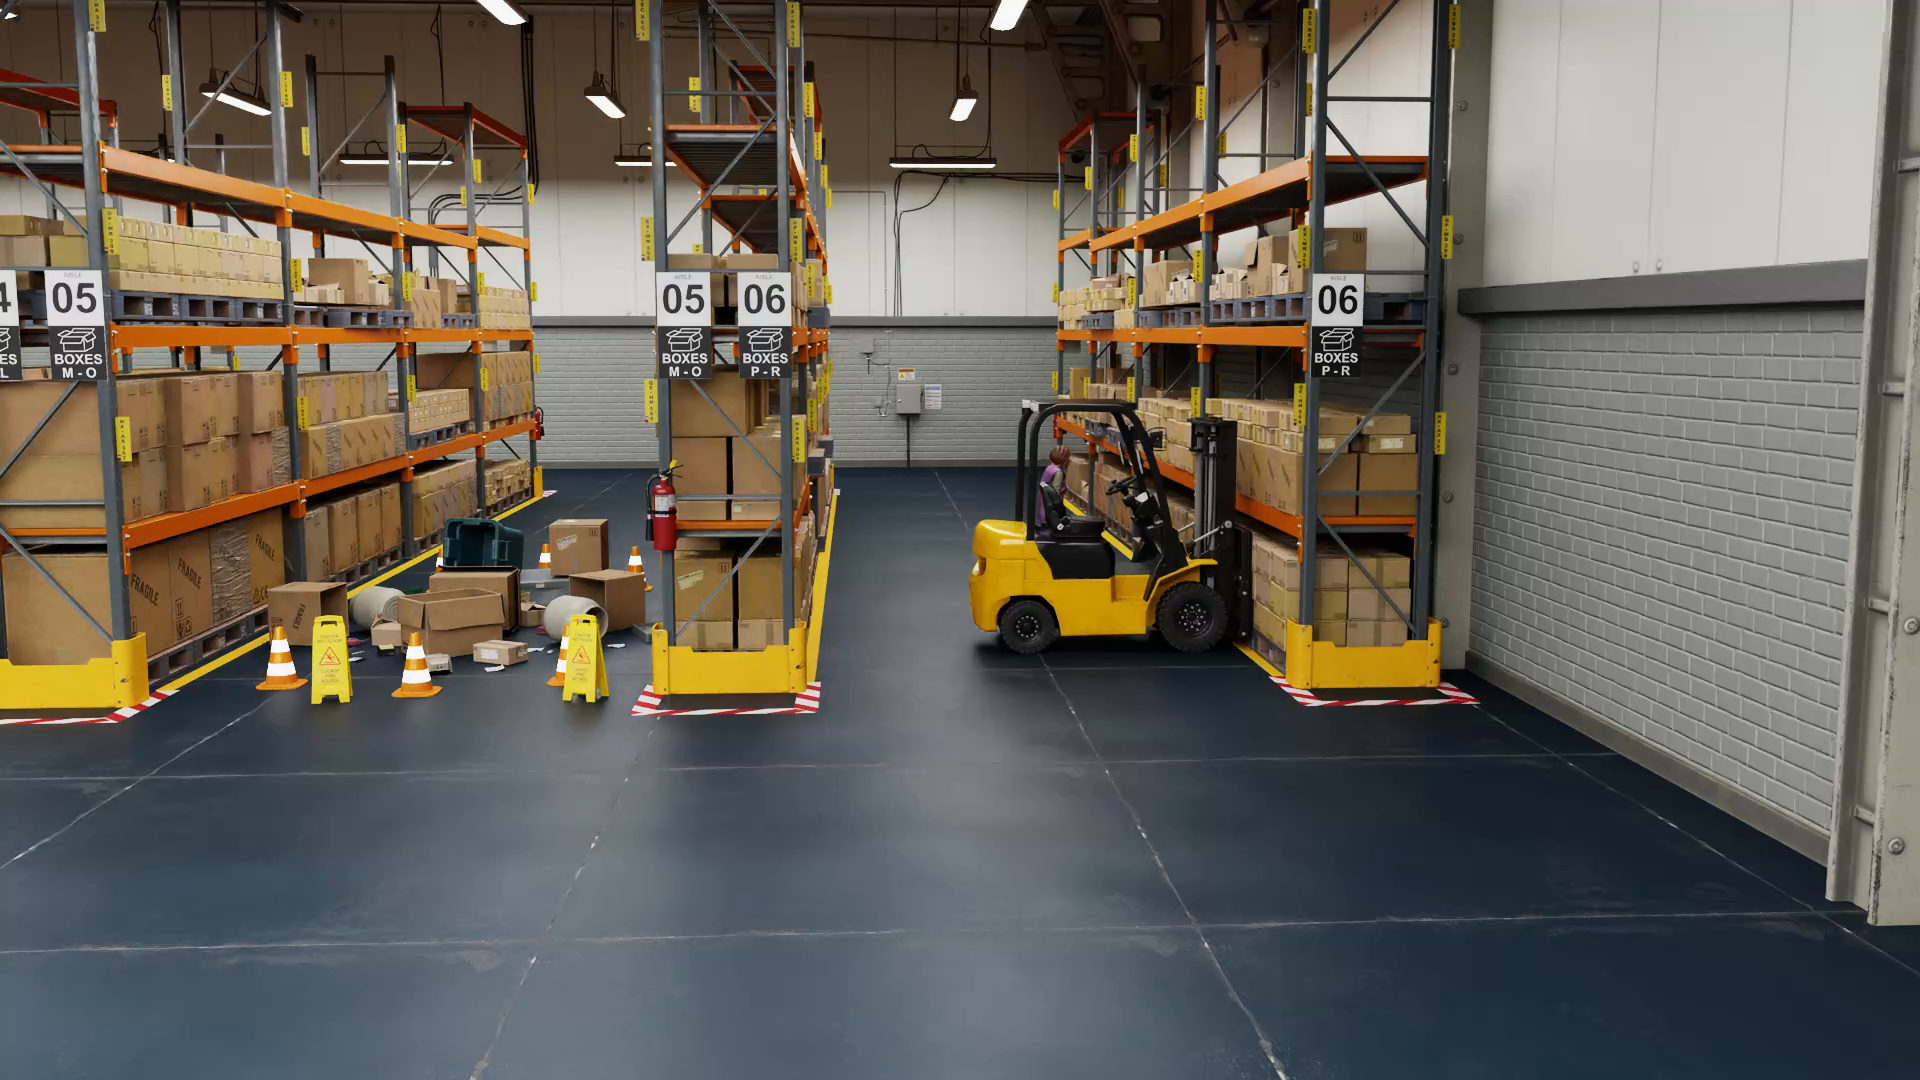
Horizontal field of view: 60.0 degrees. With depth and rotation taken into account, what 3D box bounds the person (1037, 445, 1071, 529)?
[{"bbox_3d":[0.988,-0.192,17.346,0.342,1.594,0.483,-1,7,-6],"label":"person"}]
